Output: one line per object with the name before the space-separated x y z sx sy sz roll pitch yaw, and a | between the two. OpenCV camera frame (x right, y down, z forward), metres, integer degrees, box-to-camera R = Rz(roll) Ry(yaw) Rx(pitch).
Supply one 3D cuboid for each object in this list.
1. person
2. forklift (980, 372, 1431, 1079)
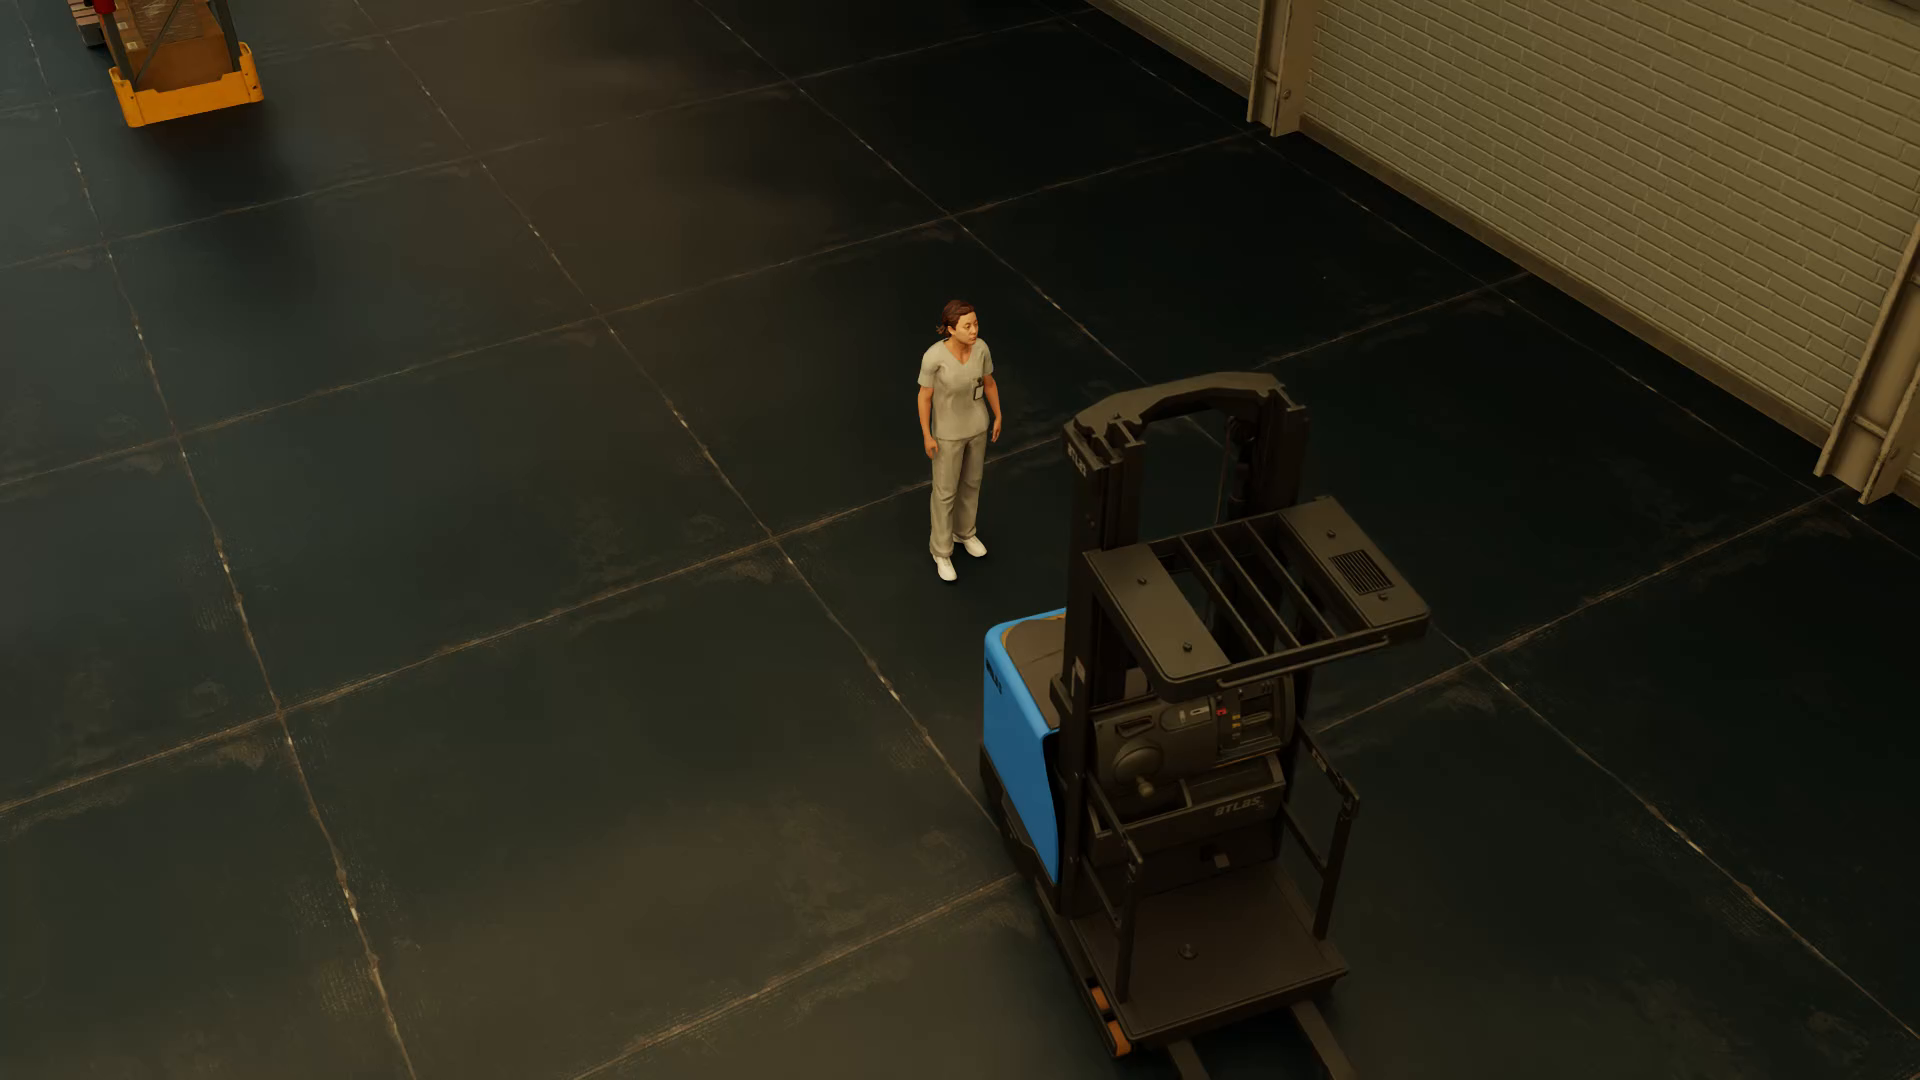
person | 0.026 -0.606 9.739 0.550 1.675 0.549 -20 44 -23
forklift | 1.082 0.903 6.947 1.130 2.935 3.031 -13 41 -15
